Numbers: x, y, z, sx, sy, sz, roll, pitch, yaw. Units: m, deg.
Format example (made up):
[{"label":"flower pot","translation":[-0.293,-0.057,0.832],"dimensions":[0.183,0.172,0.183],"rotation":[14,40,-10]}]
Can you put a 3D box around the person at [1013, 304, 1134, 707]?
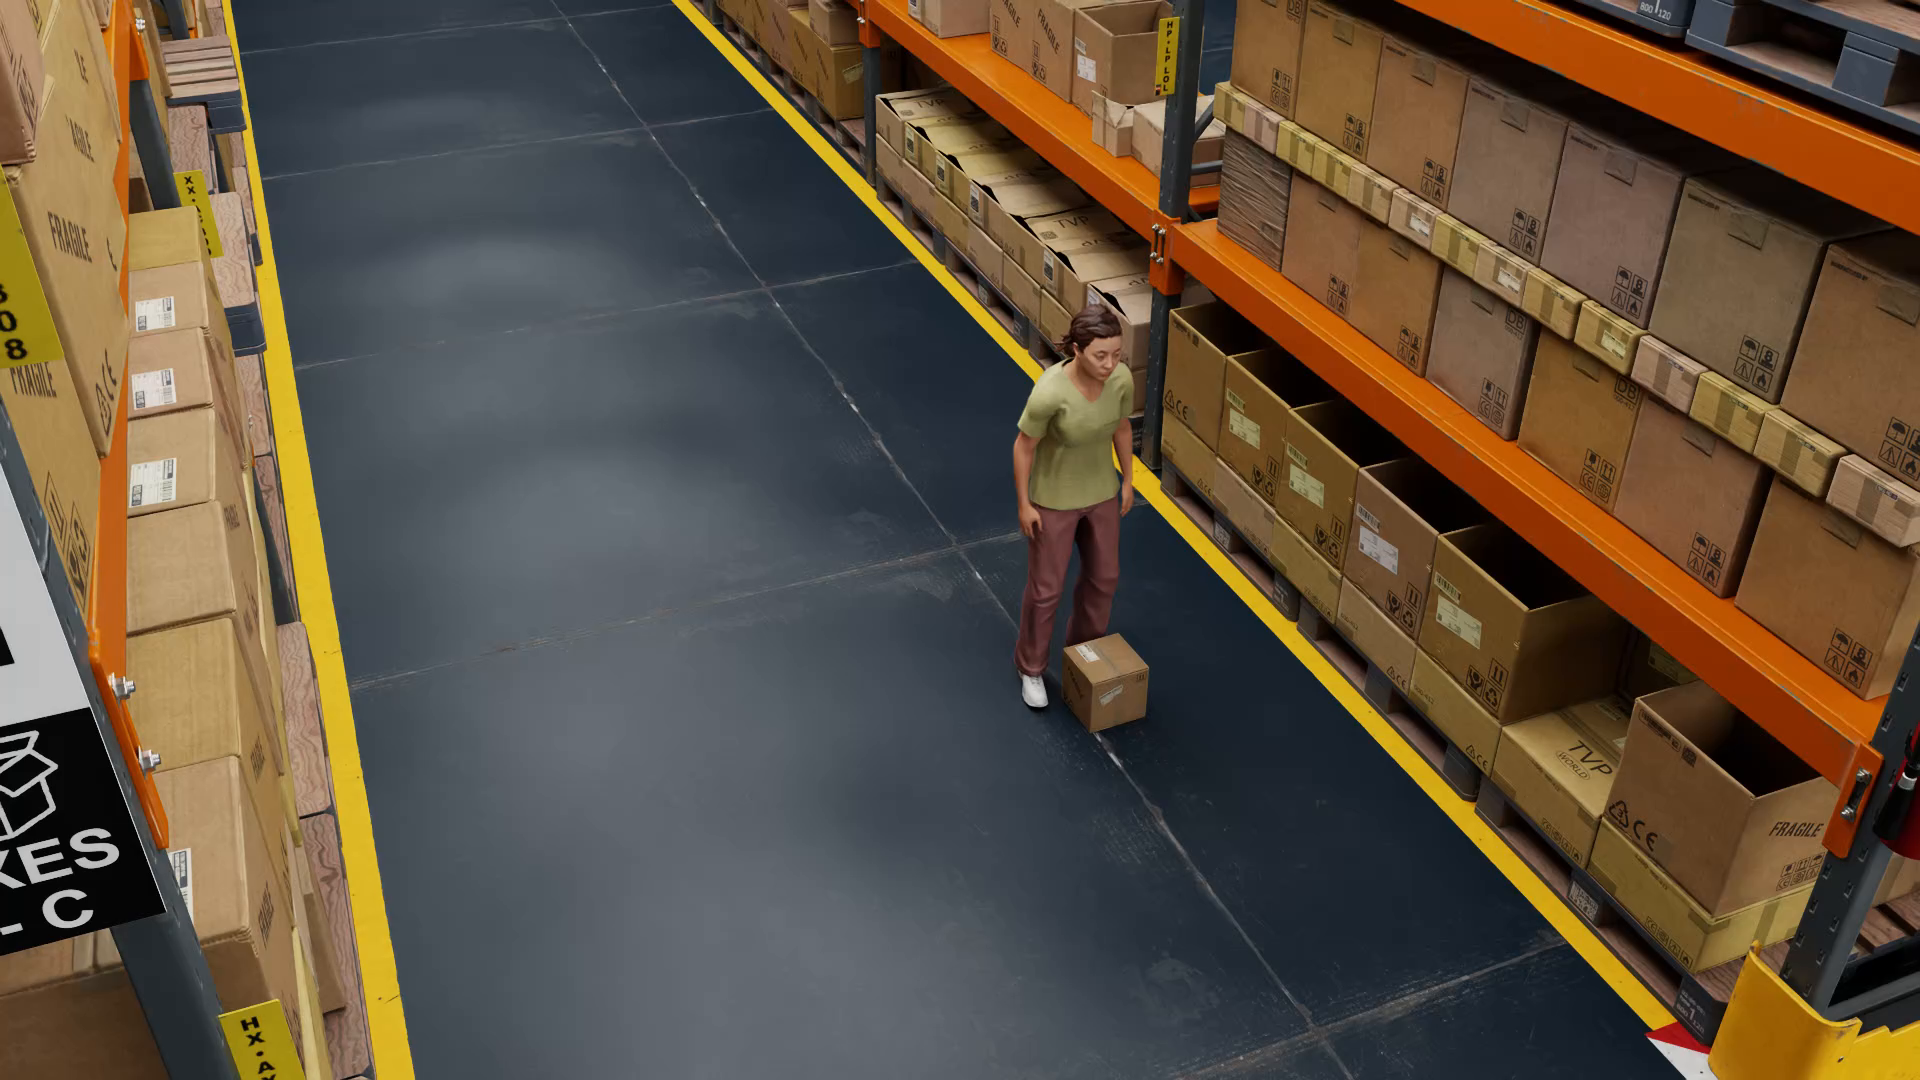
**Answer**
[{"label":"person","translation":[0.449,-0.148,6.364],"dimensions":[0.505,1.672,0.354],"rotation":[-14,36,-20]}]
